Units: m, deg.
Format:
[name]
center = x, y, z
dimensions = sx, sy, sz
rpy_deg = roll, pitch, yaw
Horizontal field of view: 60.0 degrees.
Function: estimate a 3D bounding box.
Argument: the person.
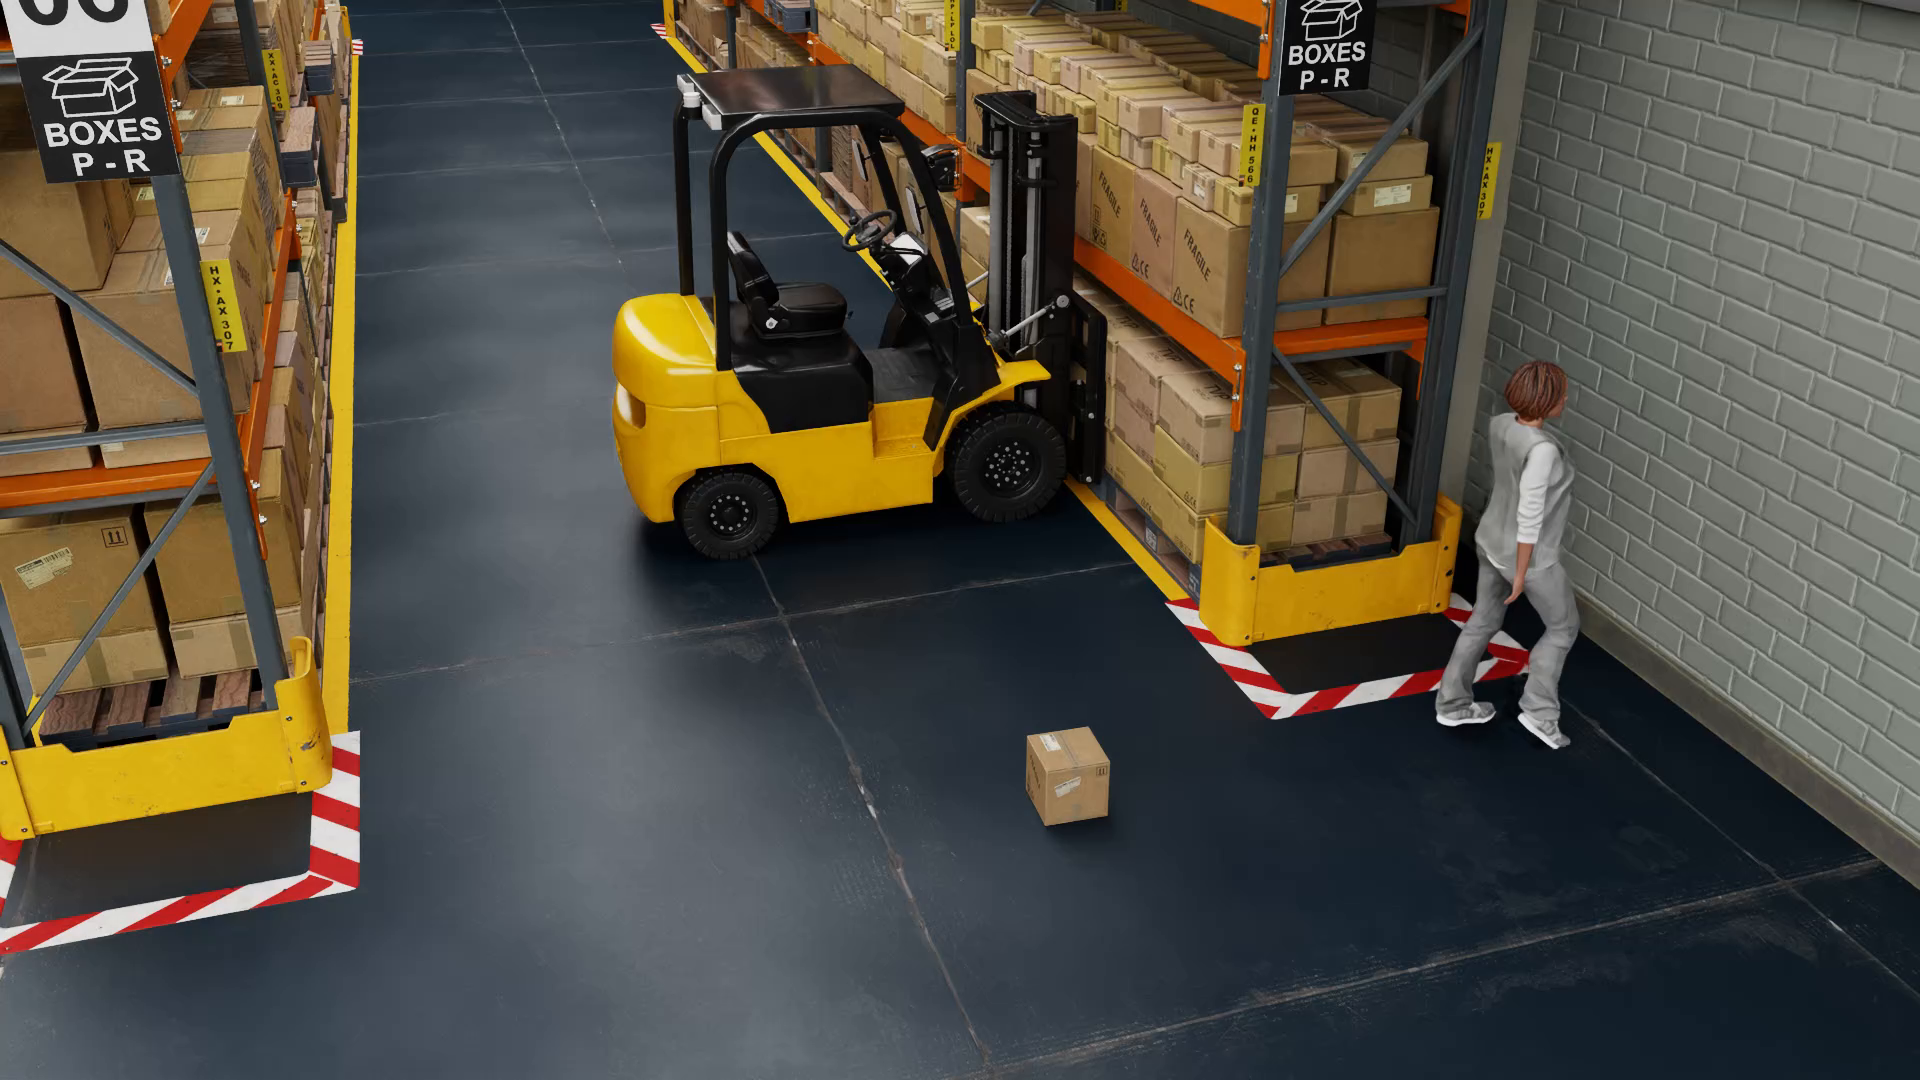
[person]
center = 2.195, 0.075, 6.494
dimensions = 0.528, 1.652, 0.430
rpy_deg = -6, 27, -12
